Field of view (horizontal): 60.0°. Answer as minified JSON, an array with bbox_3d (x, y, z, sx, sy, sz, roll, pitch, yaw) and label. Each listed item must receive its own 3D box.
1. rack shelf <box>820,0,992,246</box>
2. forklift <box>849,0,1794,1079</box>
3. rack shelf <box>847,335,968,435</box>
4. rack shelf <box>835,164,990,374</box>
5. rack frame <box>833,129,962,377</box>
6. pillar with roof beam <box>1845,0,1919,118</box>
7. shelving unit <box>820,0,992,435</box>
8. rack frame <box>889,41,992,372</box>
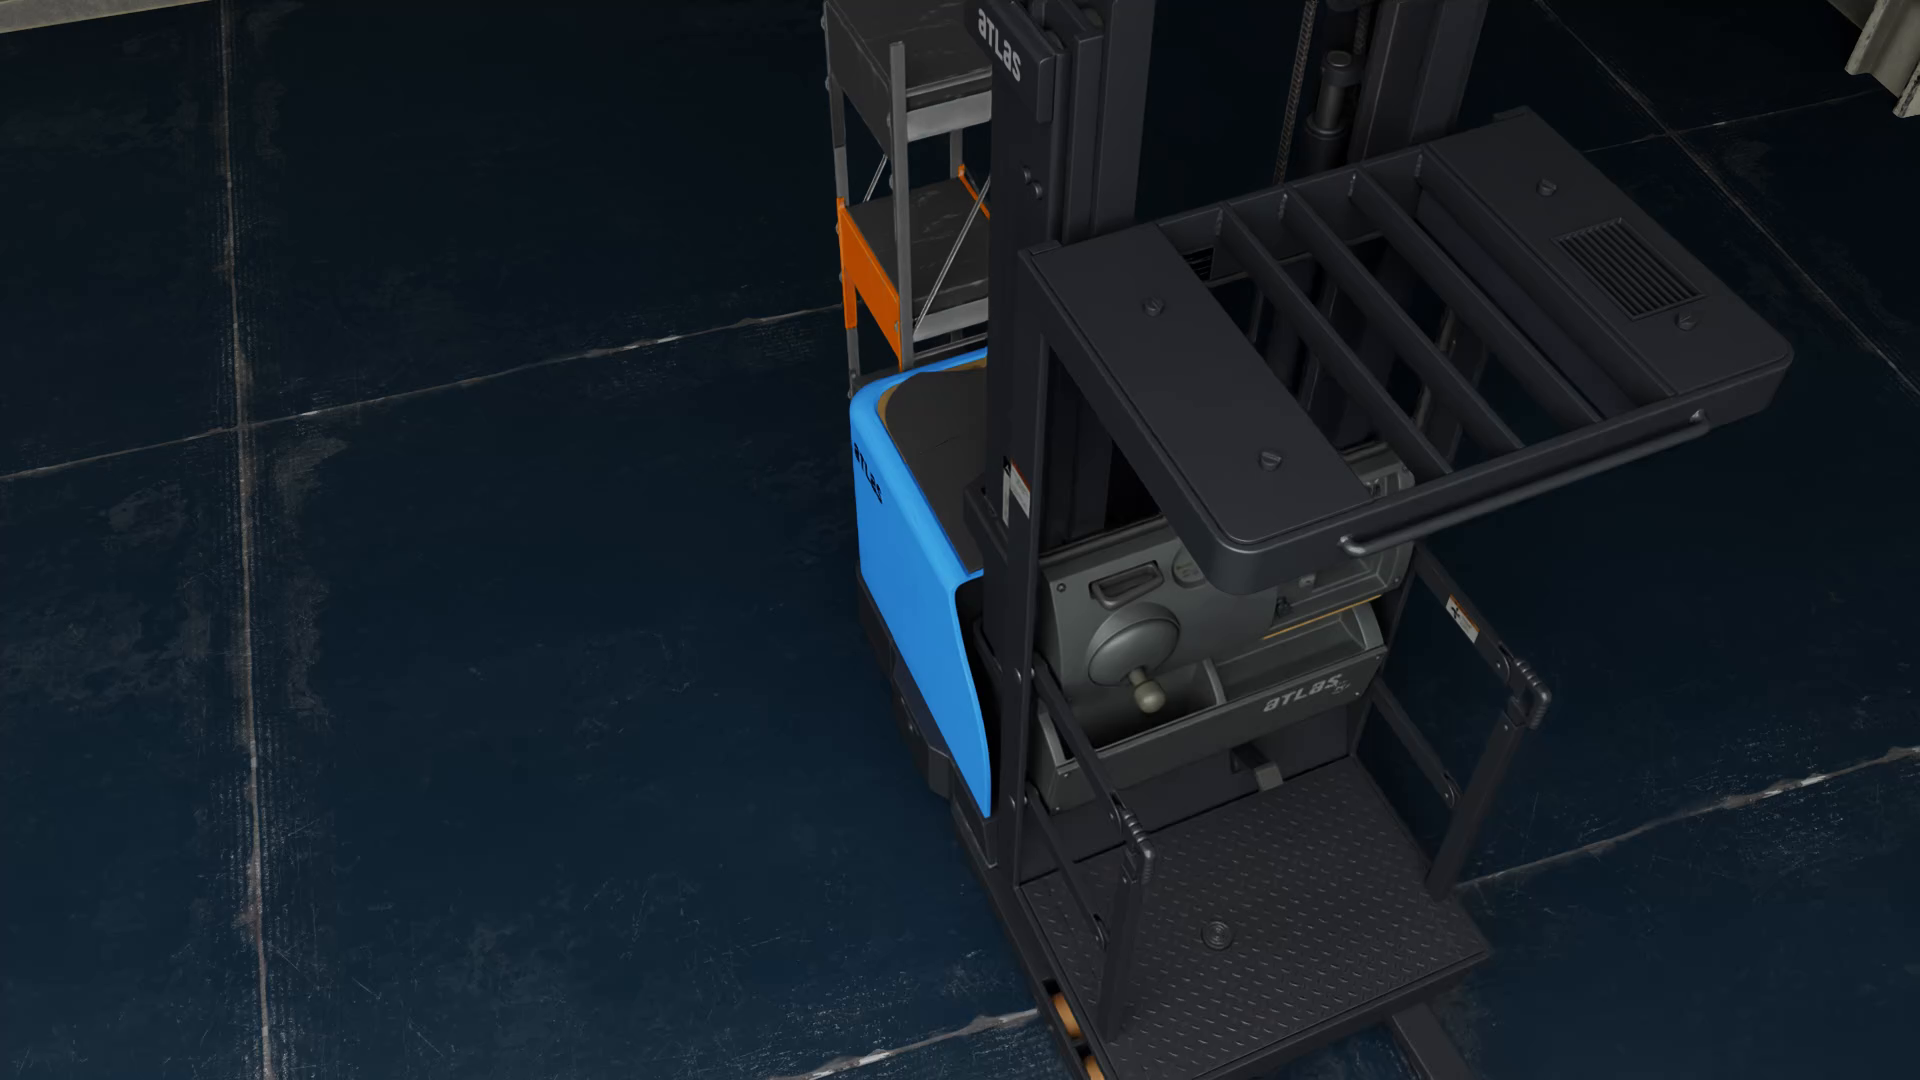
[{"bbox_3d":[-0.082,-1.189,4.482,0.431,0.518,0.480,-18,52,-15],"label":"rack shelf"},{"bbox_3d":[0.720,0.203,3.662,1.130,2.935,3.031,-18,52,-15],"label":"forklift"},{"bbox_3d":[-0.082,-0.287,5.552,0.431,0.518,0.480,-18,52,-15],"label":"rack shelf"},{"bbox_3d":[-0.082,-0.738,5.017,0.431,0.518,0.480,-18,52,-15],"label":"rack shelf"},{"bbox_3d":[-0.179,-0.918,5.151,0.400,2.100,0.015,-18,52,-15],"label":"rack frame"},{"bbox_3d":[0.109,-3.962,3.205,9.100,9.000,0.400,-13,51,-11],"label":"pillar with roof beam"},{"bbox_3d":[-0.082,-0.747,5.006,0.431,2.100,0.503,-18,52,-15],"label":"shelving unit"},{"bbox_3d":[0.016,-0.576,4.862,0.400,2.100,0.015,-18,52,-15],"label":"rack frame"}]
